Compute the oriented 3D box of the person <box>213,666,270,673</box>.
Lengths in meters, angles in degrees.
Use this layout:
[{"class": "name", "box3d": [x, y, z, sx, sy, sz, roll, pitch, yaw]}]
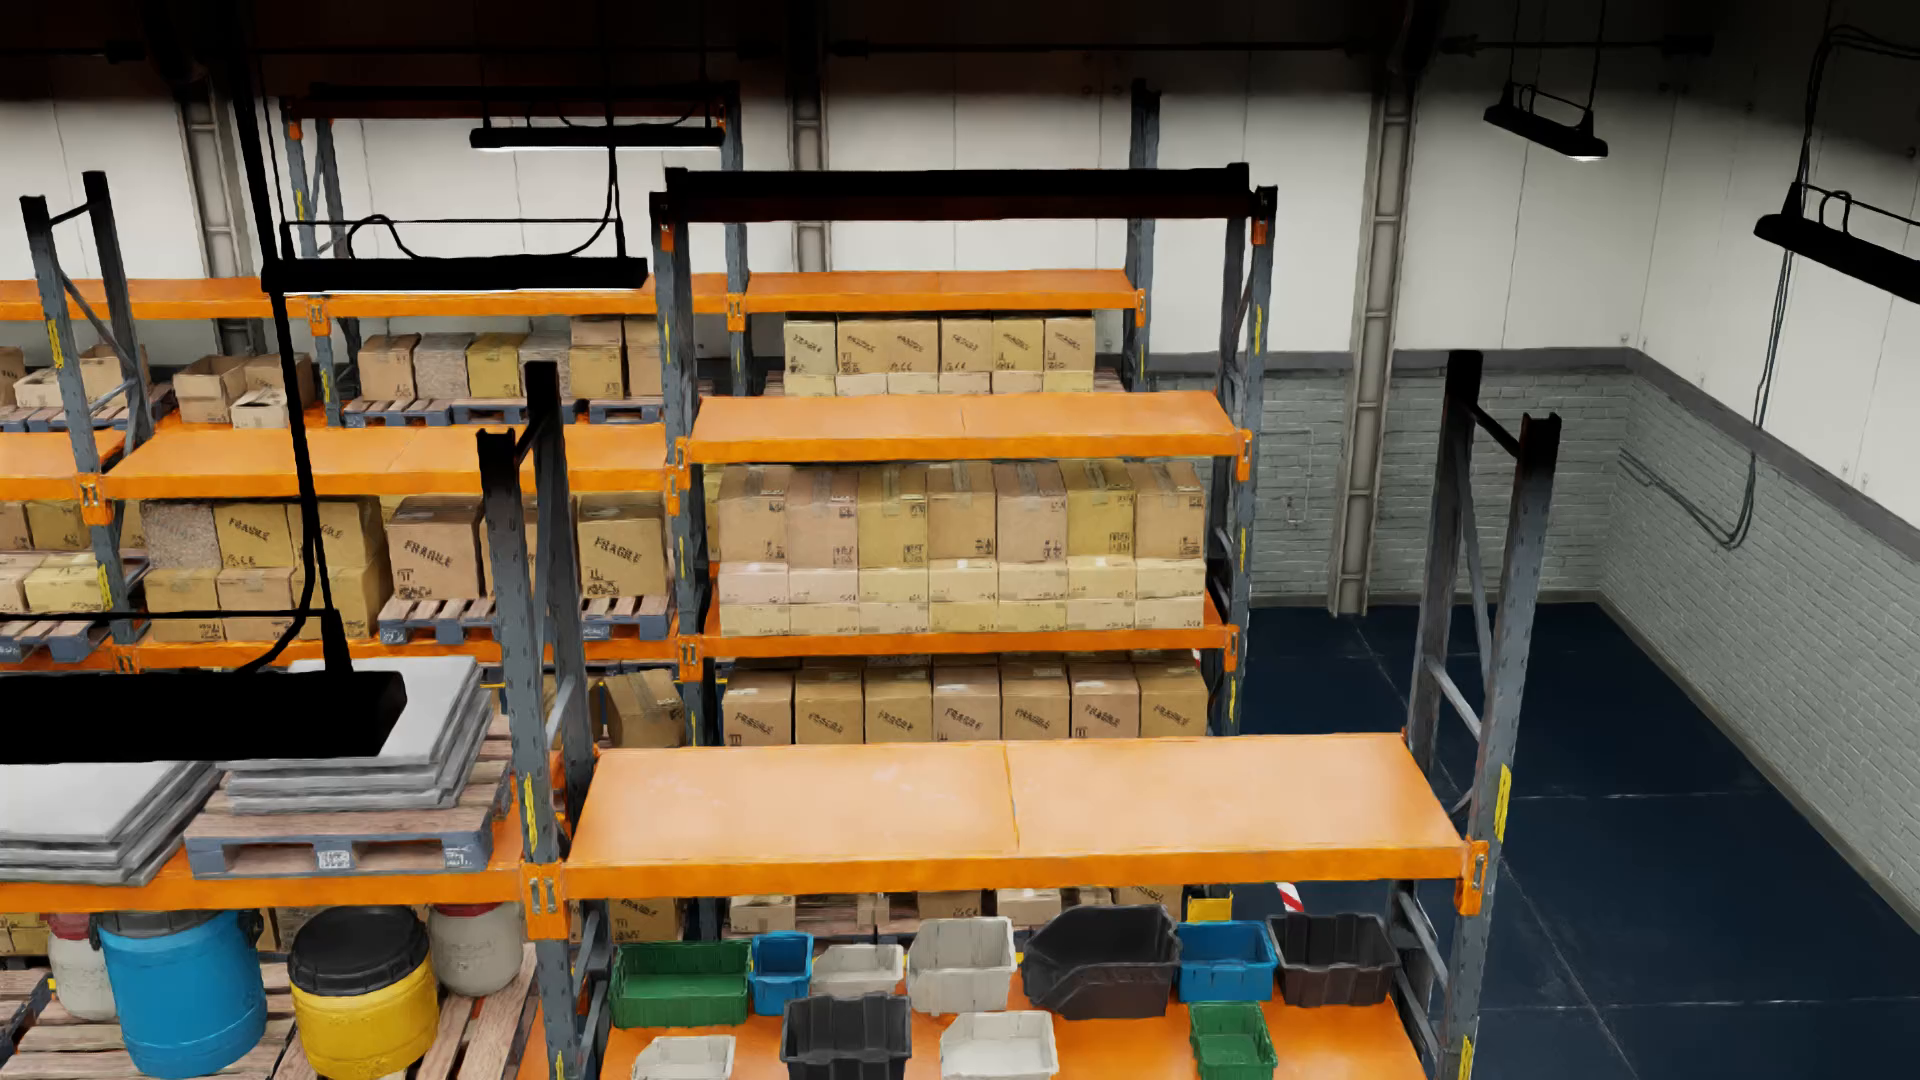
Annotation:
[{"class": "person", "box3d": [-6.964, 1.139, 16.078, 0.552, 1.684, 0.433, -10, 24, -24]}]
